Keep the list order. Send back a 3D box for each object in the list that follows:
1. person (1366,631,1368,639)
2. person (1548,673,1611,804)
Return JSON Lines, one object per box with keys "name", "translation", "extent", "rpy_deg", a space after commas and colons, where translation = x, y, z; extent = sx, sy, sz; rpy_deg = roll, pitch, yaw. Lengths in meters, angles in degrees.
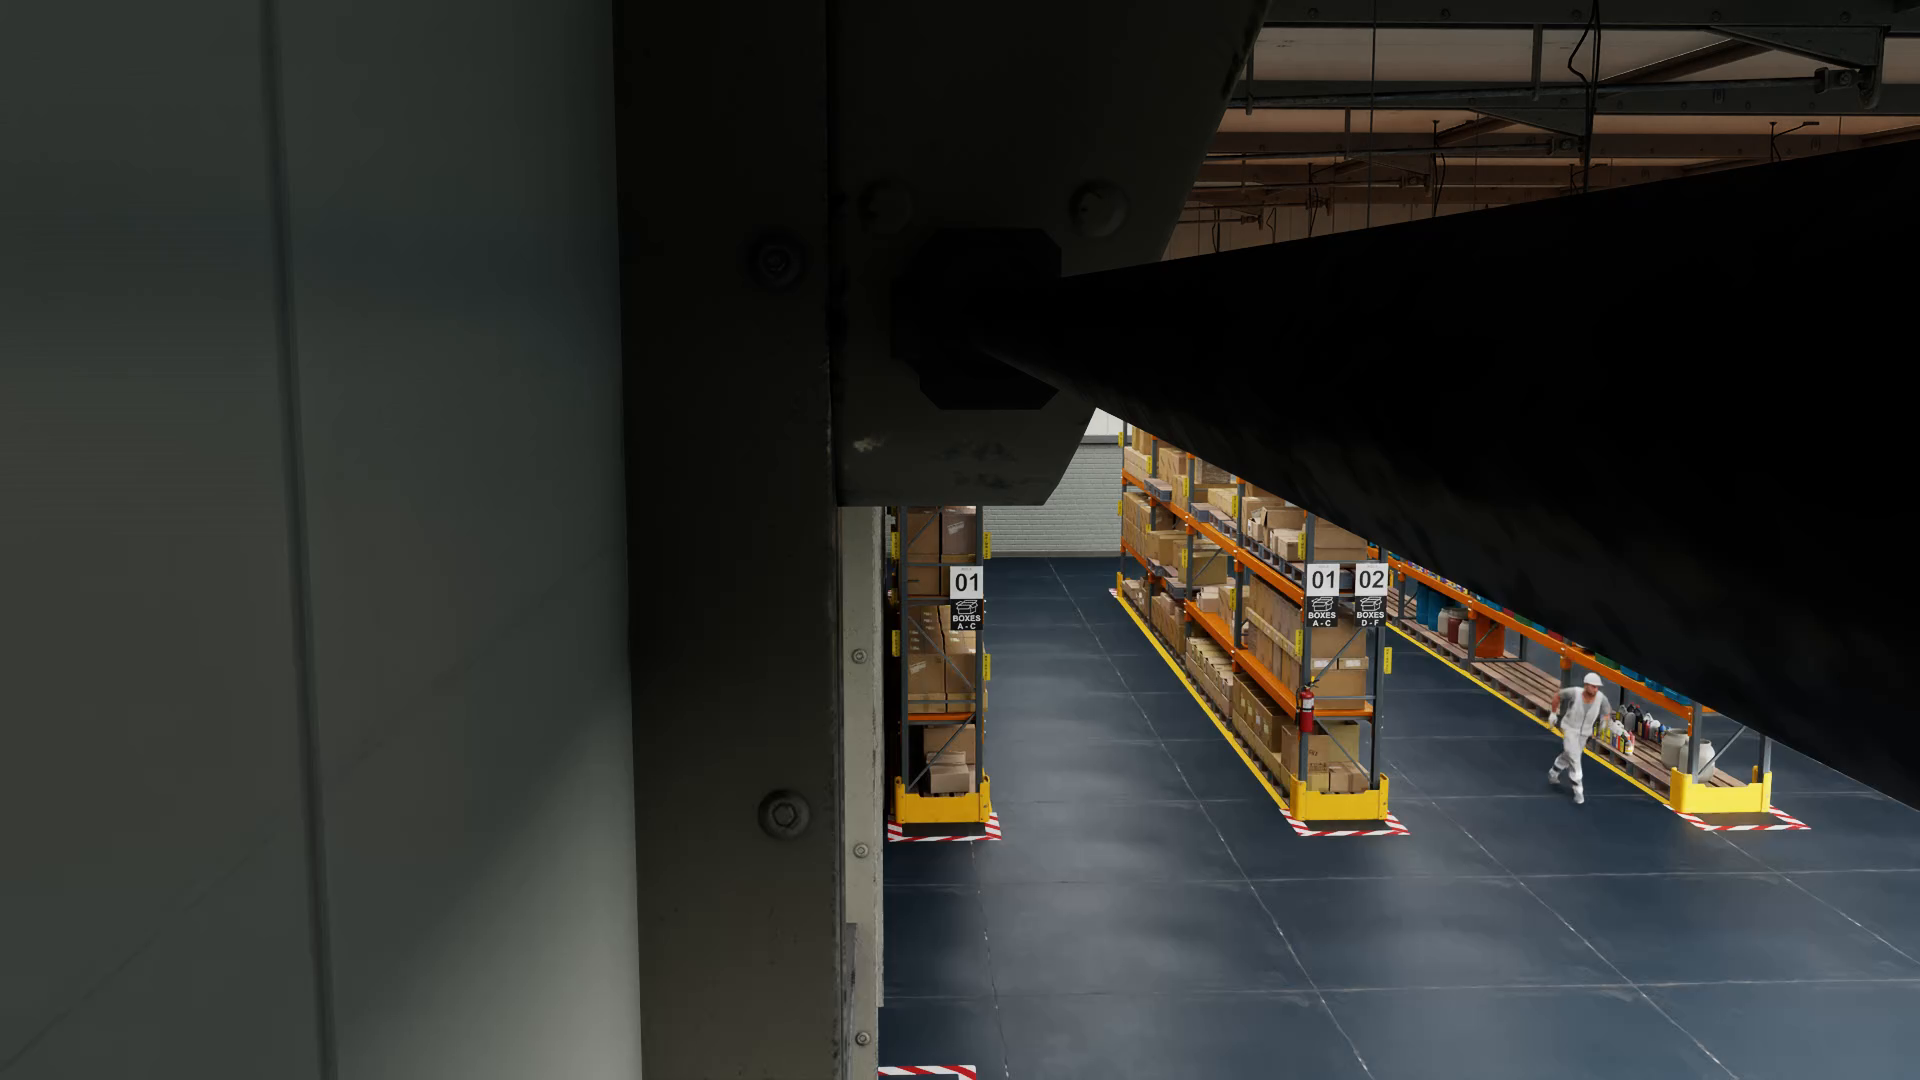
{"name": "person", "translation": [7.673, 1.154, 31.529], "extent": [0.632, 1.495, 1.045], "rpy_deg": [2, 8, 12]}
{"name": "person", "translation": [7.961, 2.461, 21.436], "extent": [0.668, 1.637, 1.072], "rpy_deg": [-1, 8, -5]}
